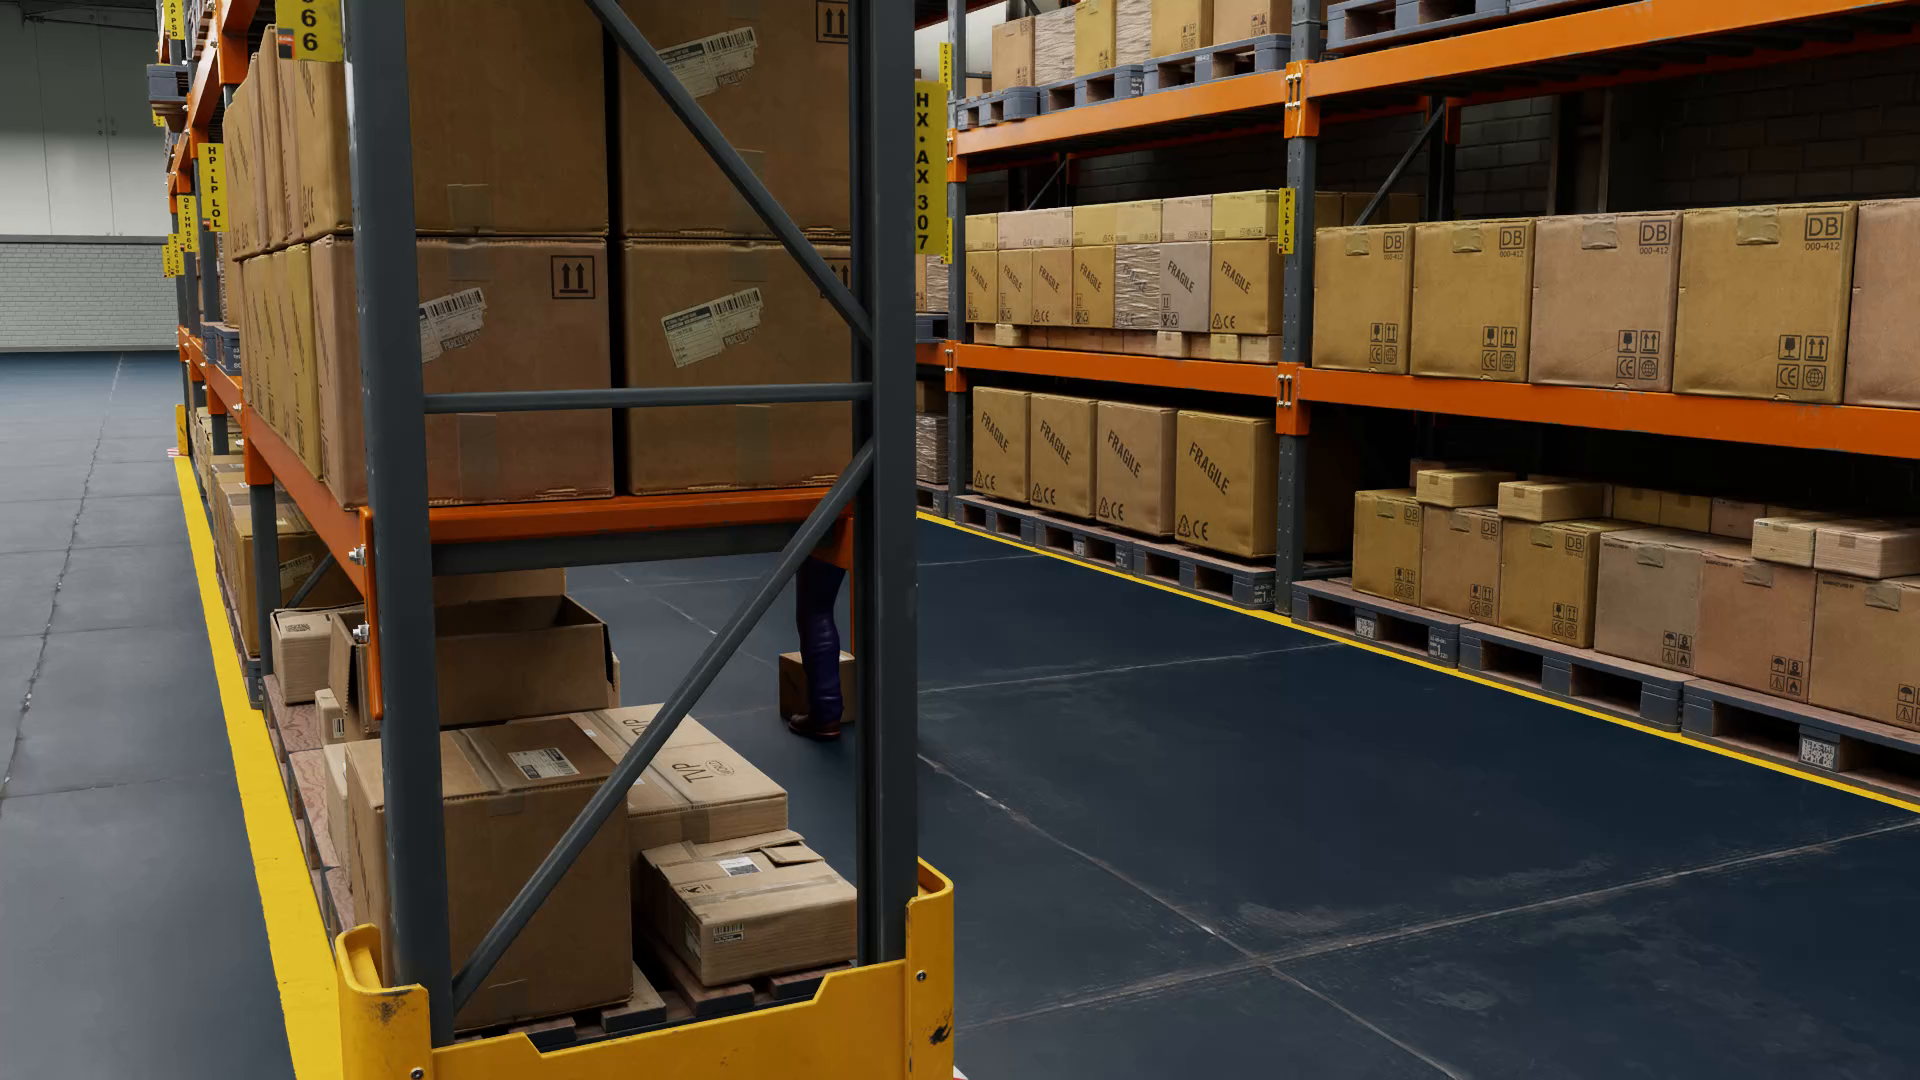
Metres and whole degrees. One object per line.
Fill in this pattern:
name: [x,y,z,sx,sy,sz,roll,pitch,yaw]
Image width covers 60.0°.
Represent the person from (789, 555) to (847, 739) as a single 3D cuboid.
person: [-0.425,-0.073,6.358,0.539,1.651,0.377,-4,10,-26]
